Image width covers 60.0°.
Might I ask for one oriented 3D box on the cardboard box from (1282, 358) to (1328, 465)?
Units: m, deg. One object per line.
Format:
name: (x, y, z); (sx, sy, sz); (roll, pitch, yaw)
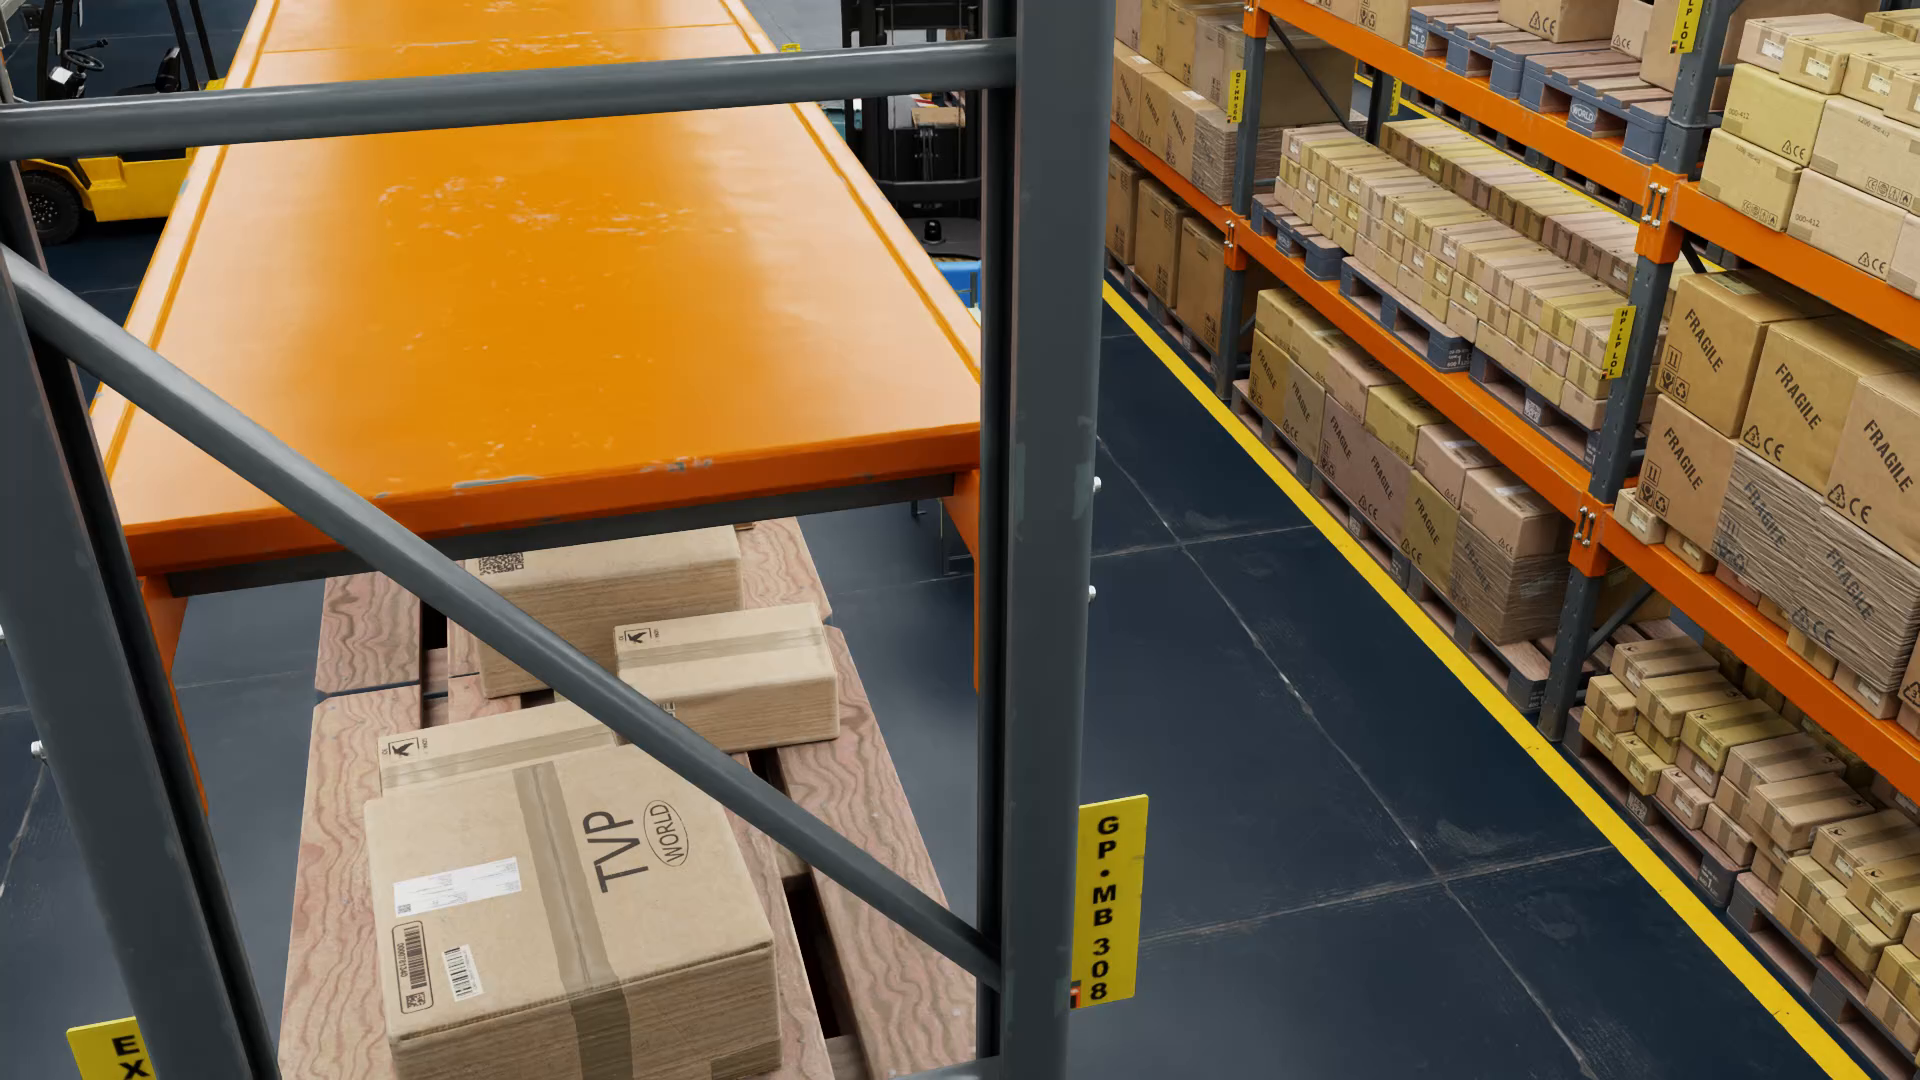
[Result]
cardboard box: (2.338, -0.822, 10.253); (0.500, 0.500, 0.500); (-7, 31, -13)

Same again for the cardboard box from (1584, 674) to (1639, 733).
cardboard box: (3.109, 0.732, 7.620); (0.380, 0.149, 0.250); (-6, 31, -11)

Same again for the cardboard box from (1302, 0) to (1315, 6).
cardboard box: (2.155, -3.371, 9.485); (0.500, 0.500, 0.500); (-8, 31, -13)

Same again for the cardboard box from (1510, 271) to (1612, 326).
cardboard box: (2.888, -1.162, 8.000); (0.380, 0.149, 0.250); (-9, 31, -15)

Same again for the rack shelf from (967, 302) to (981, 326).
rack shelf: (-0.002, -0.990, 9.184); (0.431, 0.370, 0.720); (-8, 31, -13)

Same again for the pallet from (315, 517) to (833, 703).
pallet: (-0.897, 0.023, 3.810); (1.003, 0.211, 1.213); (-8, 31, -13)

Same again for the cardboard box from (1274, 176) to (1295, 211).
cardboard box: (2.184, -2.171, 10.337); (0.380, 0.149, 0.250); (-8, 31, -14)

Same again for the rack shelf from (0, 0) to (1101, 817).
rack shelf: (-0.893, -0.848, 3.349); (1.077, 0.370, 4.000); (-8, 31, -13)

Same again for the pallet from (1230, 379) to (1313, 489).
pallet: (2.466, -0.756, 10.845); (1.003, 0.211, 1.213); (-8, 31, -13)

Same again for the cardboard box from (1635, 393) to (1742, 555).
cardboard box: (3.210, -0.308, 6.891); (0.500, 0.500, 0.500); (-8, 31, -14)

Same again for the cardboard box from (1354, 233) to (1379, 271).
cardboard box: (2.473, -1.652, 9.442); (0.380, 0.149, 0.250); (-7, 31, -12)

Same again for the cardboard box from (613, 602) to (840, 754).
cardboard box: (-0.430, 0.260, 3.044); (0.380, 0.149, 0.250); (-7, 31, -11)

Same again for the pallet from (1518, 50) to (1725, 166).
pallet: (3.260, -1.938, 7.297); (1.213, 0.211, 1.003); (-8, 31, -13)

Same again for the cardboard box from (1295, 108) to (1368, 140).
cardboard box: (2.401, -2.637, 11.211); (0.500, 0.500, 0.500); (-8, 31, -13)

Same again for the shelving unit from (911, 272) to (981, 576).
shelving unit: (-0.002, -0.652, 9.380); (0.431, 1.500, 0.755); (-8, 31, -13)

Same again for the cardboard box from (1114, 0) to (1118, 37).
cardboard box: (1.474, -4.261, 13.020); (0.700, 0.500, 0.500); (-8, 31, -14)

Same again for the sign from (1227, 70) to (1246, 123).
sign: (1.725, -2.766, 10.379); (0.100, 0.325, 0.005); (-8, 31, -13)

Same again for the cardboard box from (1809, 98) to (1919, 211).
cardboard box: (3.345, -1.353, 5.749); (0.500, 0.250, 0.500); (-8, 31, -13)

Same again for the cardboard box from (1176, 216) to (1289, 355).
cardboard box: (2.185, -1.855, 11.786); (1.050, 0.750, 0.750); (-8, 31, -14)

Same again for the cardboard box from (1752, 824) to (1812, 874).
cardboard box: (3.481, 1.222, 6.774); (0.380, 0.149, 0.250); (-6, 31, -11)

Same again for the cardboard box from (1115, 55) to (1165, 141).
cardboard box: (1.478, -3.295, 12.349); (0.500, 0.500, 0.500); (-7, 31, -13)

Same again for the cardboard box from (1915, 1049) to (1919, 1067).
cardboard box: (3.683, 1.867, 5.957); (0.380, 0.149, 0.250); (-9, 31, -15)

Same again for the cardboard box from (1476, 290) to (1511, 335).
cardboard box: (2.814, -1.155, 8.286); (0.380, 0.149, 0.250); (-9, 31, -15)

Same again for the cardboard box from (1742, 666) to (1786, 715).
cardboard box: (3.773, 0.641, 7.480); (0.380, 0.149, 0.250); (-7, 31, -13)

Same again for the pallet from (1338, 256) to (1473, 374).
pallet: (2.825, -1.307, 9.205); (1.003, 0.211, 1.213); (-8, 31, -13)

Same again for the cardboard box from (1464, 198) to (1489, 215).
cardboard box: (3.104, -1.867, 9.516); (0.380, 0.149, 0.250); (-8, 31, -14)

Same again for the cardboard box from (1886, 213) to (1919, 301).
cardboard box: (3.451, -0.888, 5.446); (0.500, 0.250, 0.500); (-7, 31, -11)

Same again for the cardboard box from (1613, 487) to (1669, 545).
cardboard box: (3.081, -0.120, 7.213); (0.380, 0.149, 0.250); (-7, 31, -11)

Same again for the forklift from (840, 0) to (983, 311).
forklift: (-0.269, -2.844, 11.738); (1.130, 2.935, 3.031); (-2, 30, -4)

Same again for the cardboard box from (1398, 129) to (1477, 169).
cardboard box: (2.896, -2.374, 10.094); (0.380, 0.149, 0.250); (-8, 31, -14)

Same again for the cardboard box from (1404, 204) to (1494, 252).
cardboard box: (2.609, -1.667, 8.873); (0.380, 0.149, 0.250); (-8, 31, -14)

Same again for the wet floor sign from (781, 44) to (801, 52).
wet floor sign: (-1.780, -4.936, 17.634); (0.267, 0.644, 0.232); (-13, 33, -22)

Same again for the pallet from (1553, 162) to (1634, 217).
pallet: (6.215, -3.300, 15.241); (1.003, 0.211, 1.213); (-8, 31, -13)

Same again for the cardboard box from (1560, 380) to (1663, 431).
cardboard box: (3.025, -0.647, 7.705); (0.380, 0.149, 0.250); (-9, 31, -14)

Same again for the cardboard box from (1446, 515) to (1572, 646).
cardboard box: (2.882, 0.168, 8.542); (0.500, 0.500, 0.500); (-8, 31, -14)

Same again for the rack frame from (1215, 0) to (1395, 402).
rack frame: (2.260, -2.341, 10.799); (1.000, 3.000, 0.127); (-8, 31, -13)

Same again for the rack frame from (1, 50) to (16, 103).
rack frame: (-9.394, -4.836, 15.110); (1.000, 3.000, 0.127); (-8, 31, -13)

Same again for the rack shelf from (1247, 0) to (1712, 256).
rack shelf: (2.791, -2.361, 8.559); (1.077, 0.370, 4.000); (-8, 31, -13)

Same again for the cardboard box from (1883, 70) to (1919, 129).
cardboard box: (3.351, -1.477, 5.566); (0.380, 0.149, 0.250); (-9, 31, -15)

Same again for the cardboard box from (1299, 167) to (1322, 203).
cardboard box: (2.268, -2.151, 10.007); (0.380, 0.149, 0.250); (-6, 31, -11)

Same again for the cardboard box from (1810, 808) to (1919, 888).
cardboard box: (3.576, 1.214, 6.491); (0.380, 0.149, 0.250); (-9, 31, -15)

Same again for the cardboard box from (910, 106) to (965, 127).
cardboard box: (-0.203, -3.805, 15.822); (0.500, 0.500, 0.500); (-3, 30, -5)

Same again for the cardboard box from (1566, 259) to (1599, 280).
cardboard box: (3.377, -1.367, 8.652); (0.380, 0.149, 0.250); (-7, 31, -11)

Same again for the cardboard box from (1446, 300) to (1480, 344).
cardboard box: (2.746, -1.148, 8.570); (0.380, 0.149, 0.250); (-9, 31, -15)

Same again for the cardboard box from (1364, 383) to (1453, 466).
cardboard box: (2.602, -0.663, 9.228); (0.500, 0.250, 0.500); (-9, 31, -15)

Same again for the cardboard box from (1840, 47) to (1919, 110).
cardboard box: (3.326, -1.609, 5.793); (0.380, 0.149, 0.250); (-8, 31, -14)

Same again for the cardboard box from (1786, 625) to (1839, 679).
cardboard box: (3.413, 0.380, 6.350); (0.380, 0.149, 0.250); (-7, 31, -12)

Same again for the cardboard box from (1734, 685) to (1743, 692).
cardboard box: (3.711, 0.625, 7.806); (0.380, 0.149, 0.250); (-7, 31, -12)

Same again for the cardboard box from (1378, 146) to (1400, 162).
cardboard box: (2.830, -2.364, 10.375); (0.380, 0.149, 0.250); (-7, 31, -12)

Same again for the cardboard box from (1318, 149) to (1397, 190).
cardboard box: (2.330, -2.174, 9.749); (0.380, 0.149, 0.250); (-8, 31, -14)

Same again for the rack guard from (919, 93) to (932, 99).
rack guard: (0.130, -5.134, 18.121); (1.175, 0.500, 0.348); (-8, 31, -13)

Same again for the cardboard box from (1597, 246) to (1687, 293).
cardboard box: (3.451, -1.369, 8.359); (0.380, 0.149, 0.250); (-8, 31, -14)

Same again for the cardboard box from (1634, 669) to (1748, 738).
cardboard box: (3.229, 0.721, 7.343); (0.380, 0.149, 0.250); (-6, 31, -11)

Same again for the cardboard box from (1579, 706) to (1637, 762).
cardboard box: (3.108, 0.862, 7.693); (0.380, 0.149, 0.250); (-9, 31, -15)

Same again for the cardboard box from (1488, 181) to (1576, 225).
cardboard box: (3.173, -1.870, 9.225); (0.380, 0.149, 0.250); (-6, 31, -11)

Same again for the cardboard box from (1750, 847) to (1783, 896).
cardboard box: (3.516, 1.345, 6.859); (0.380, 0.149, 0.250); (-9, 31, -15)

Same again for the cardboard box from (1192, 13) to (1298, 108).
cardboard box: (2.015, -3.279, 11.322); (0.700, 0.500, 0.500); (-8, 31, -14)

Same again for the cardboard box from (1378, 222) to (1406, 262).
cardboard box: (2.538, -1.660, 9.159); (0.380, 0.149, 0.250); (-8, 31, -14)
